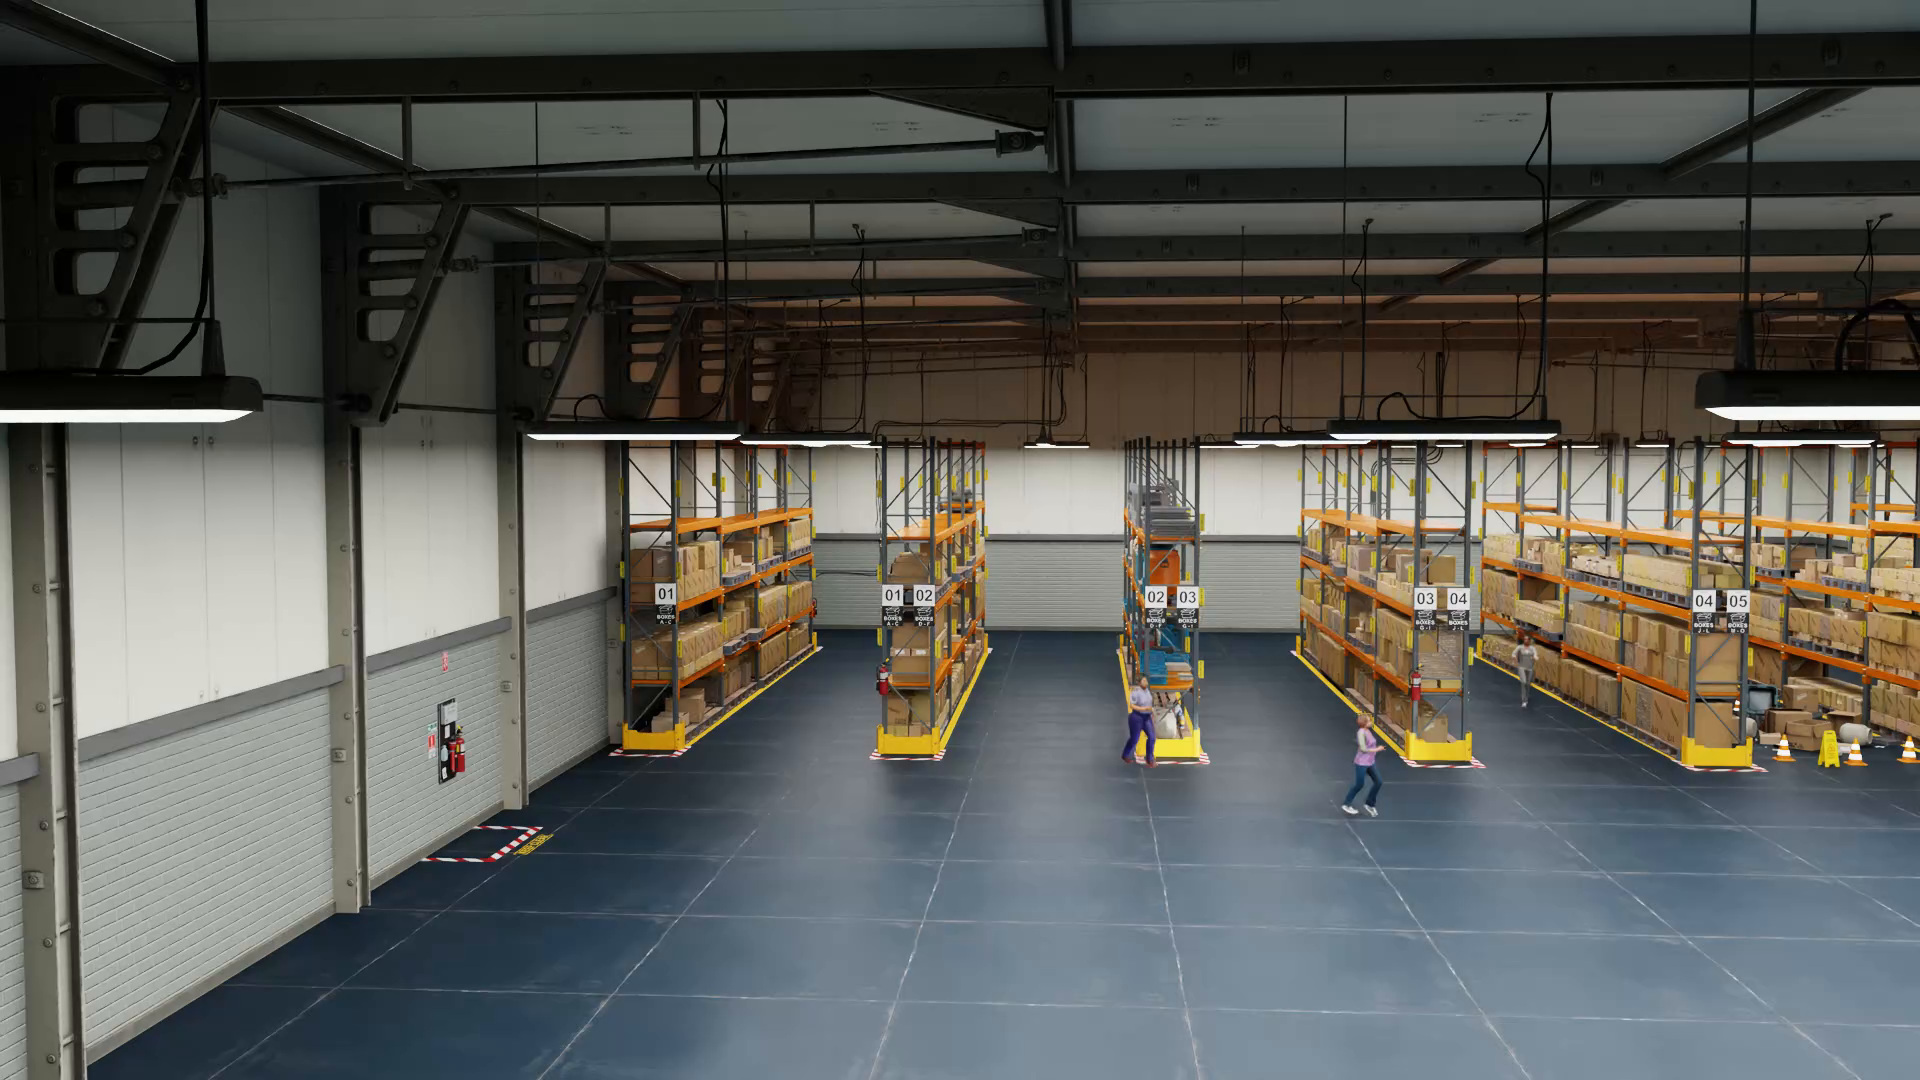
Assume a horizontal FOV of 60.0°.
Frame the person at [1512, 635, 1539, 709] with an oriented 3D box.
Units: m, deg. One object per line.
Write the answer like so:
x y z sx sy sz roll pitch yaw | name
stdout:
12.650 2.928 37.184 0.522 1.636 0.690 0 3 6 | person

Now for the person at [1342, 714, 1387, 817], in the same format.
6.335 3.535 25.990 0.684 1.647 0.526 2 4 34 | person

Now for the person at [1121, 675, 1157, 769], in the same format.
3.269 3.310 30.139 0.615 1.713 0.745 -3 4 -40 | person
